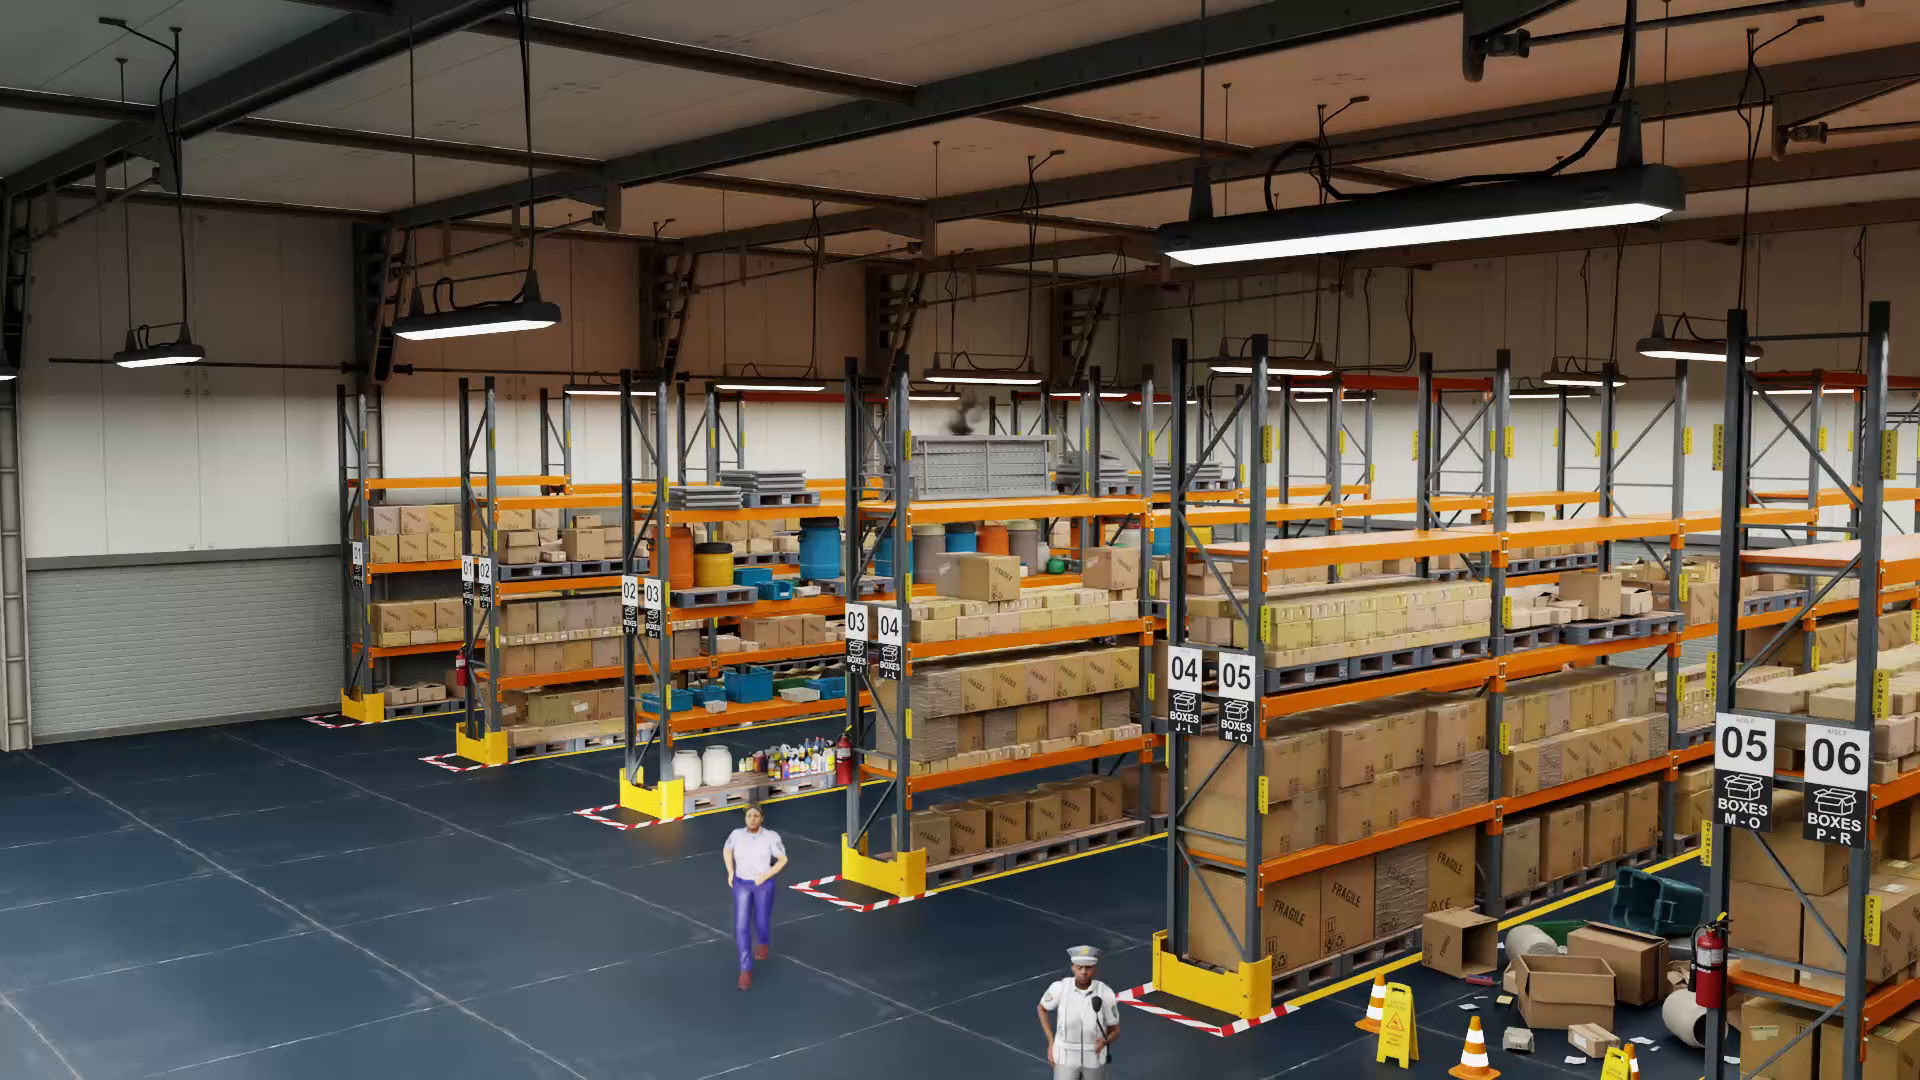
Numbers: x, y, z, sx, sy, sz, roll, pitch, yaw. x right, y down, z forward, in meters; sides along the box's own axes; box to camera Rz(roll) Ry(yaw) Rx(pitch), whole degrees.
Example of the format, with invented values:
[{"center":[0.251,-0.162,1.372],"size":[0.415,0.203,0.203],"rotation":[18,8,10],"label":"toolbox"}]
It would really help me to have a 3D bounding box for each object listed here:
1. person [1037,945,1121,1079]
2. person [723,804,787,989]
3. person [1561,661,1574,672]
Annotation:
[{"center":[0.816,3.589,11.303],"size":[0.550,1.730,0.705],"rotation":[0,4,-2],"label":"person"},{"center":[-1.948,3.324,15.773],"size":[0.623,1.661,0.817],"rotation":[0,4,-1],"label":"person"},{"center":[9.419,2.663,25.669],"size":[1.084,1.656,0.568],"rotation":[-4,5,-44],"label":"person"}]
